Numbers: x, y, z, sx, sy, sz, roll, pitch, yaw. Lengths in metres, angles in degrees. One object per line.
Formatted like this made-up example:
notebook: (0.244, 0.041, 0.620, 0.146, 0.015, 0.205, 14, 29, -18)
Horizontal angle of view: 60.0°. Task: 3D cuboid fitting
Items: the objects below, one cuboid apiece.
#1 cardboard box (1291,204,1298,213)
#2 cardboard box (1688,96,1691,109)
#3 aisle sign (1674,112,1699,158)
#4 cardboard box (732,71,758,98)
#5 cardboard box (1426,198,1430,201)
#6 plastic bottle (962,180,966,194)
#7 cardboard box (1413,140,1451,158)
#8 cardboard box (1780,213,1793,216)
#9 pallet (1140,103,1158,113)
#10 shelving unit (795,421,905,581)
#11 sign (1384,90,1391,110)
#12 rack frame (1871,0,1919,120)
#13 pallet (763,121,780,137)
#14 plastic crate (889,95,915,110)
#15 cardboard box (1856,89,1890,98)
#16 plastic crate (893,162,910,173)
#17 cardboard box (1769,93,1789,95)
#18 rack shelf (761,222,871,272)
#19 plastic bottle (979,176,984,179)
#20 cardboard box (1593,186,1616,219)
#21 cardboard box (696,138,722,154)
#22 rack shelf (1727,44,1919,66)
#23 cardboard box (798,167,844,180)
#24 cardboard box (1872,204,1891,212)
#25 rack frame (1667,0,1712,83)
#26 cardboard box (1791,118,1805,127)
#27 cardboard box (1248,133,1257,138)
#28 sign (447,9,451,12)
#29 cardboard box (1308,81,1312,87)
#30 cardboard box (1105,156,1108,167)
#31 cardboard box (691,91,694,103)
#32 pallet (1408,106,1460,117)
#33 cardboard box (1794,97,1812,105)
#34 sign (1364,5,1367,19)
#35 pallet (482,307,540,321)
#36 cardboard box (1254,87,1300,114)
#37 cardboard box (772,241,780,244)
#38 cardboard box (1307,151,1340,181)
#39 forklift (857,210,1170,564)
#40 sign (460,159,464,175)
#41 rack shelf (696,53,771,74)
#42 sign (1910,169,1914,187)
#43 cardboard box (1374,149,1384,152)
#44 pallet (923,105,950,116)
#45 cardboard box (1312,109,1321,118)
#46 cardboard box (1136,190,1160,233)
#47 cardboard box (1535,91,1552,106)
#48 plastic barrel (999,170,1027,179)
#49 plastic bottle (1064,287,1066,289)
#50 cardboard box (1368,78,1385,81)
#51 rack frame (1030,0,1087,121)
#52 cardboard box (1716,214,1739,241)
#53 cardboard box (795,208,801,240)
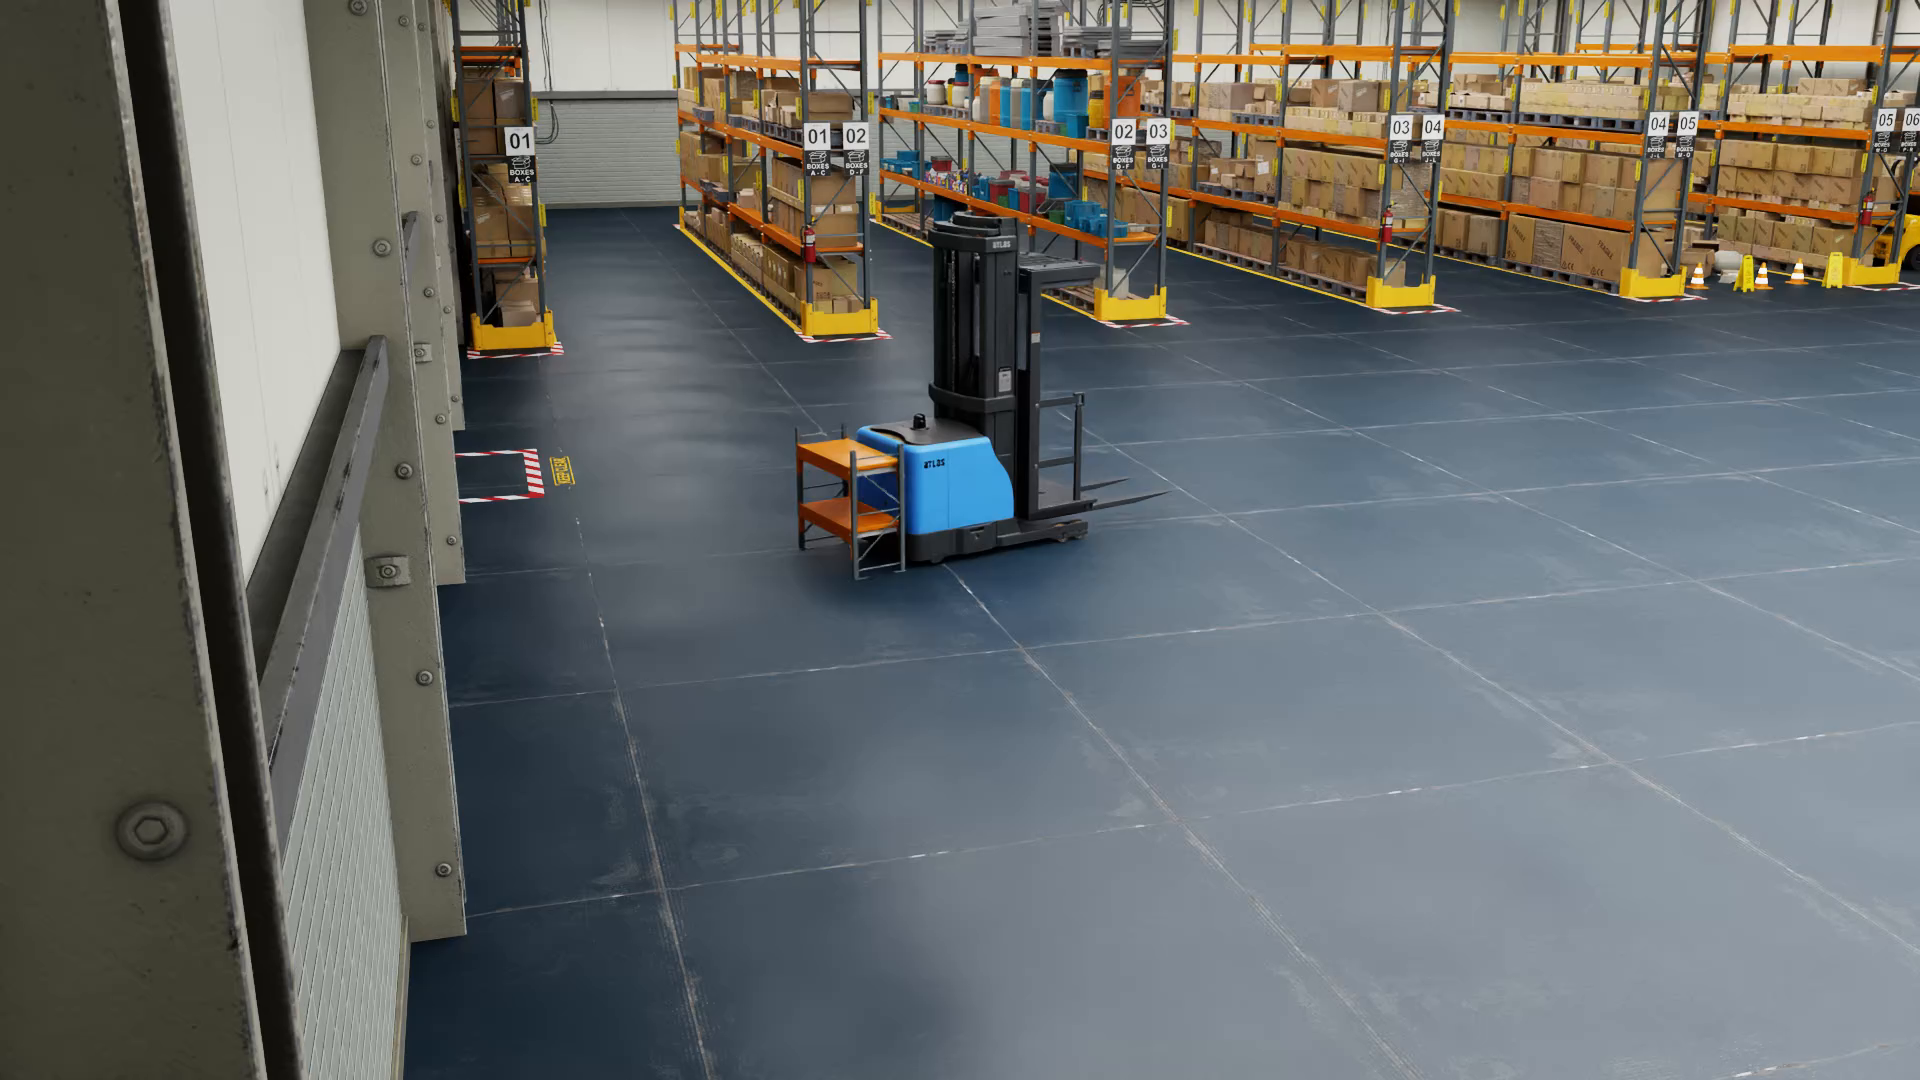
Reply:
cardboard box: (6.455, -6.251, 31.284, 0.380, 0.149, 0.250, -5, 17, -15)
cardboard box: (15.628, -9.232, 35.086, 0.500, 0.250, 0.500, -4, 17, -15)
aisle sign: (12.737, -7.099, 29.150, 0.394, 0.787, 0.004, -5, 17, -15)
cardboard box: (-4.206, -9.001, 32.874, 0.500, 0.500, 0.500, -5, 17, -15)
cardboard box: (13.041, -9.494, 45.366, 0.875, 0.438, 0.875, -5, 18, -17)
plastic bottle: (0.087, -7.393, 34.850, 0.061, 0.283, 0.133, -5, 17, -15)
cardboard box: (10.345, -8.464, 36.303, 0.700, 0.500, 0.500, -5, 17, -16)
cardboard box: (19.892, -7.766, 39.286, 0.875, 0.625, 0.625, -4, 17, -13)
pallet: (4.634, -9.900, 38.113, 0.805, 0.209, 1.217, -5, 18, -17)
shelving unit: (-0.961, -0.360, 14.491, 0.538, 1.125, 1.048, -10, 19, -30)
sign: (7.093, -7.308, 27.611, 0.100, 0.325, 0.005, -5, 17, -15)
rack frame: (17.161, -9.142, 30.043, 1.000, 3.000, 0.127, -5, 17, -15)
pallet: (-2.733, -6.970, 28.180, 1.003, 0.211, 1.213, -5, 17, -15)
plastic crate: (-1.371, -10.482, 39.826, 0.504, 0.338, 0.767, -5, 17, -15)
cardboard box: (20.189, -9.805, 36.715, 0.500, 0.311, 0.500, -5, 18, -17)
plastic crate: (-1.414, -9.010, 40.217, 0.416, 0.233, 0.300, -5, 17, -15)
cardboard box: (19.405, -10.510, 39.379, 0.380, 0.149, 0.250, -4, 17, -14)
rack shelf: (-2.443, -4.912, 27.639, 1.077, 0.370, 4.000, -5, 17, -15)
plastic bottle: (0.482, -7.776, 36.139, 0.152, 0.276, 0.135, -5, 17, -15)
cardboard box: (12.112, -6.171, 30.319, 0.875, 0.550, 0.550, -5, 17, -15)
cardboard box: (-5.579, -8.669, 36.983, 0.500, 0.500, 0.500, -5, 17, -15)
rack shelf: (16.611, -9.349, 31.989, 1.077, 0.370, 4.000, -5, 17, -15)
cardboard box: (-2.174, -5.662, 26.458, 0.700, 0.500, 0.500, -5, 17, -17)
cardboard box: (17.267, -6.259, 31.309, 0.380, 0.149, 0.250, -5, 17, -15)
rack frame: (18.635, -12.855, 42.403, 1.000, 3.000, 0.127, -5, 17, -15)
cardboard box: (16.329, -8.083, 32.168, 0.380, 0.149, 0.250, -5, 17, -16)
cardboard box: (7.900, -10.799, 43.559, 0.500, 0.500, 0.500, -5, 17, -16)
sign: (-9.387, -9.875, 30.584, 0.100, 0.325, 0.005, -5, 17, -15)
cardboard box: (8.700, -11.101, 40.478, 0.380, 0.149, 0.250, -4, 17, -14)
cardboard box: (3.816, -9.120, 40.140, 0.500, 0.250, 0.500, -4, 17, -14)
cardboard box: (-5.720, -9.878, 37.100, 0.500, 0.250, 0.500, -5, 17, -15)
pallet: (10.459, -9.235, 35.894, 1.213, 0.211, 1.003, -4, 17, -13)
cardboard box: (16.330, -8.459, 32.033, 0.380, 0.149, 0.250, -4, 17, -14)
sign: (9.663, -12.611, 39.691, 0.100, 0.325, 0.005, -5, 17, -15)
pallet: (-7.197, -3.561, 26.736, 1.003, 0.211, 1.213, -5, 17, -15)
cardboard box: (6.239, -8.678, 32.801, 0.797, 0.503, 0.637, -4, 17, -13)
cardboard box: (-3.290, -5.522, 31.493, 0.500, 0.311, 0.500, -4, 17, -14)
cardboard box: (6.688, -6.840, 30.378, 0.500, 0.500, 0.500, -5, 17, -15)
forklift: (0.577, -1.502, 15.157, 3.031, 2.935, 1.130, -11, 20, -32)
sign: (-9.387, -7.033, 31.438, 0.100, 0.325, 0.005, -5, 17, -15)
rack shelf: (-4.642, -9.807, 34.200, 1.077, 0.370, 4.000, -5, 17, -15)
sign: (17.683, -6.727, 30.924, 0.100, 0.325, 0.005, -5, 17, -15)
cardboard box: (9.862, -9.004, 38.684, 0.380, 0.149, 0.250, -5, 17, -16)
pallet: (-0.118, -9.550, 36.944, 1.213, 0.211, 1.003, -5, 17, -15)
cardboard box: (6.617, -7.743, 30.168, 0.380, 0.149, 0.250, -5, 17, -16)
cardboard box: (4.776, -7.566, 38.186, 1.225, 0.875, 0.875, -5, 18, -17)
cardboard box: (11.335, -8.416, 31.678, 0.500, 0.250, 0.500, -5, 17, -16)
plastic barrel: (1.091, -7.268, 33.994, 0.600, 0.536, 0.708, -5, 17, -15)
plastic bottle: (1.901, -4.545, 29.138, 0.152, 0.276, 0.135, -5, 17, -15)
cardboard box: (9.497, -10.359, 37.804, 0.396, 0.266, 0.258, -5, 17, -15)
rack frame: (1.771, -9.074, 29.814, 1.000, 3.000, 0.127, -5, 17, -15)
cardboard box: (15.964, -6.434, 34.202, 0.500, 0.500, 0.500, -4, 17, -13)
cardboard box: (-2.289, -5.164, 27.054, 0.700, 0.500, 0.500, -5, 17, -15)
